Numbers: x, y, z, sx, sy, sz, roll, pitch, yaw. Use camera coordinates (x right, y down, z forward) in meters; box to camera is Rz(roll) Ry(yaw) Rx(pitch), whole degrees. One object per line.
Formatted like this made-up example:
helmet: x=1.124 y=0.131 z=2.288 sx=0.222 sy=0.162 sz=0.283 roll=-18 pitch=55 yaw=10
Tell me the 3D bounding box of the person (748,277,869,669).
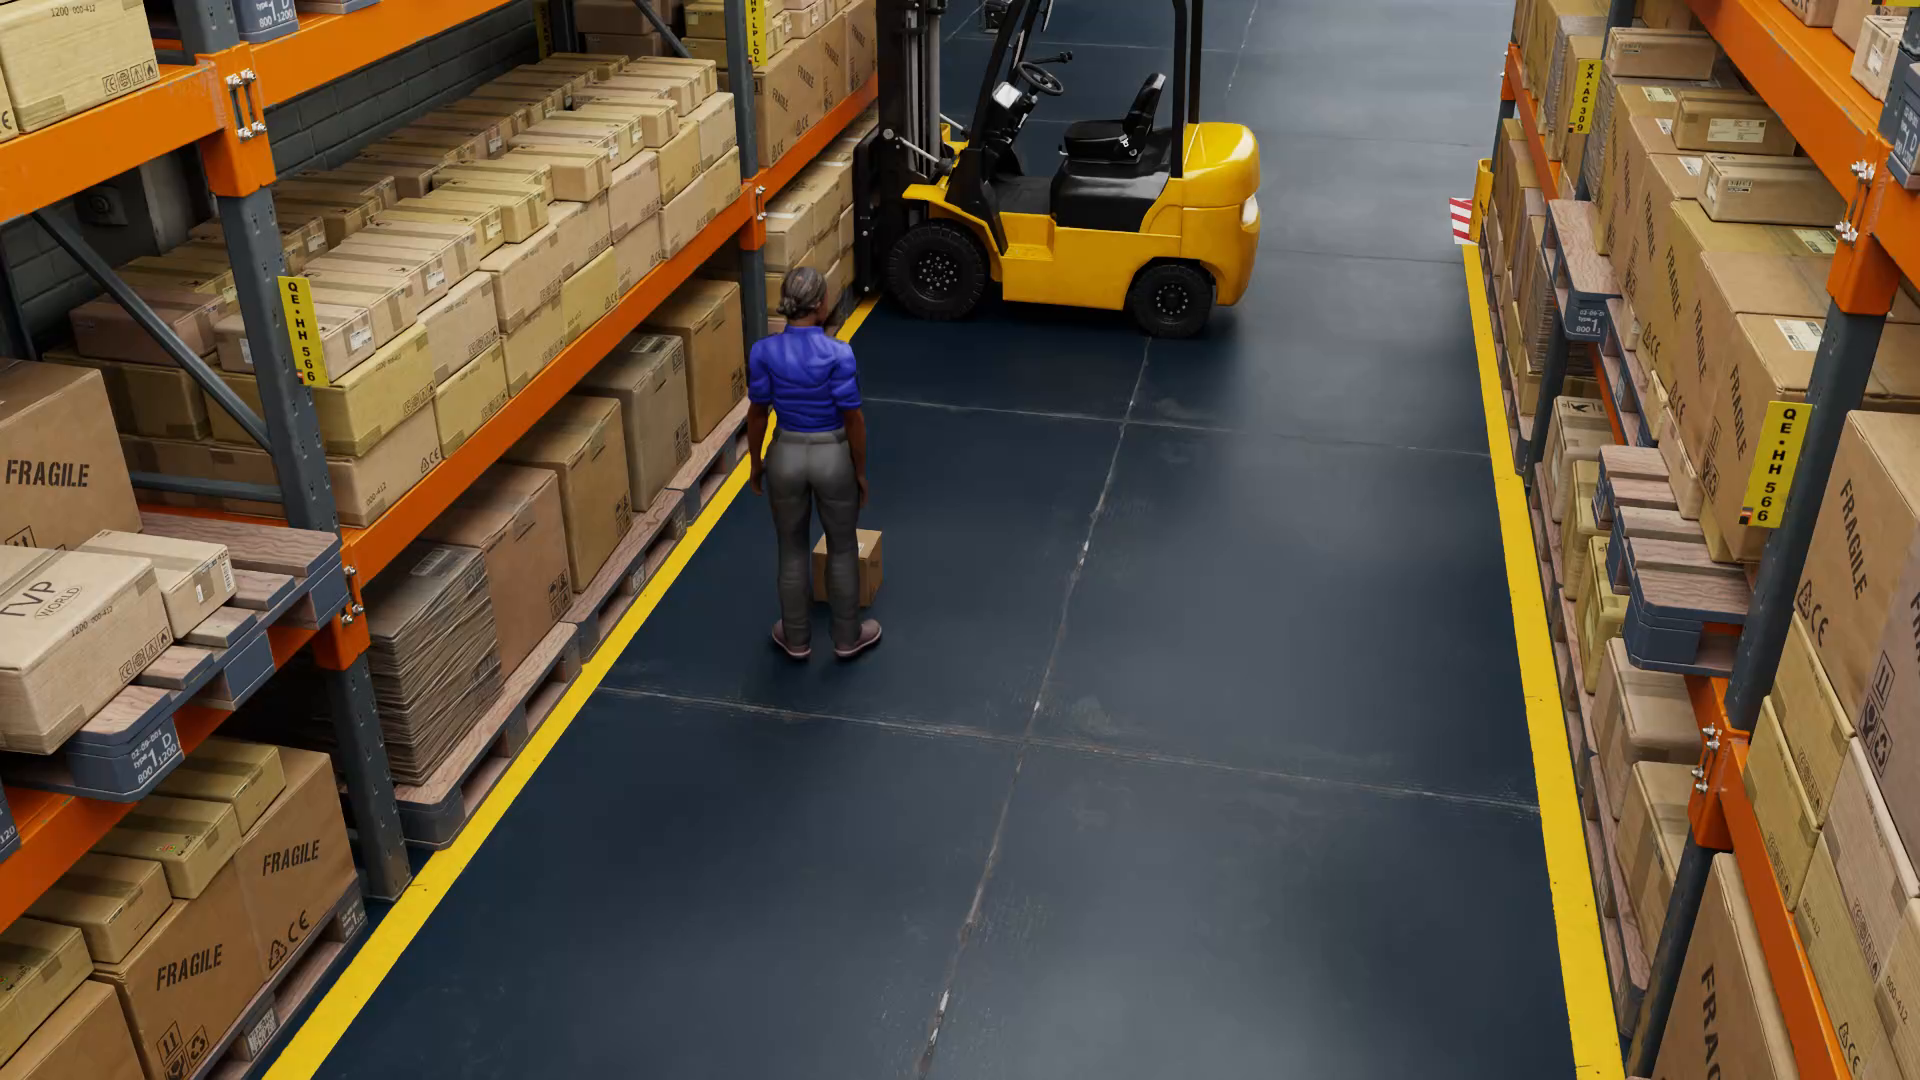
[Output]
person: x=-0.601 y=-0.259 z=6.602 sx=0.436 sy=1.658 sz=0.303 roll=6 pitch=29 yaw=10
